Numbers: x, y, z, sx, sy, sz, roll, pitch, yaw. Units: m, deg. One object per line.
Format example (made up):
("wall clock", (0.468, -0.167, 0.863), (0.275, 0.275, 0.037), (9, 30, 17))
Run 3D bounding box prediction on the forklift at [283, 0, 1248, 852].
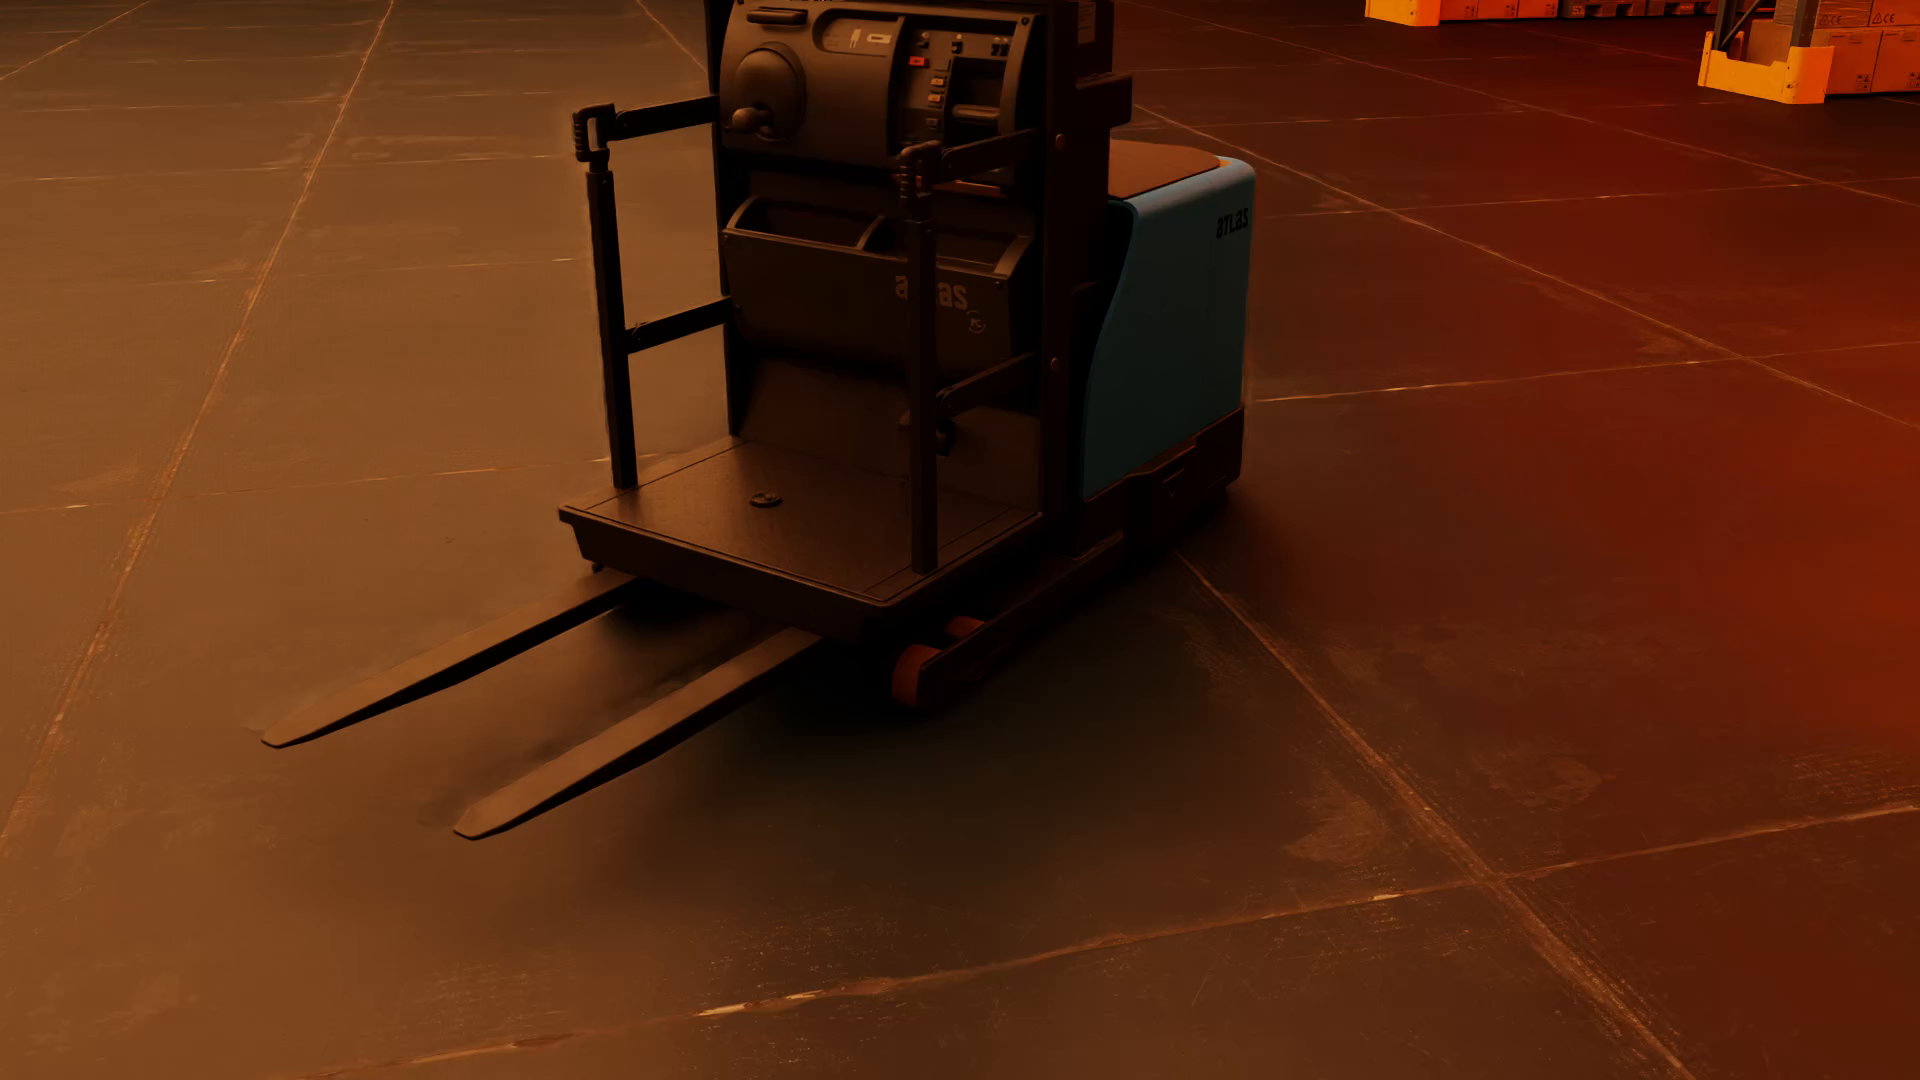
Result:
("forklift", (-0.320, -1.133, 3.973), (1.130, 2.935, 3.031), (14, 27, 29))
